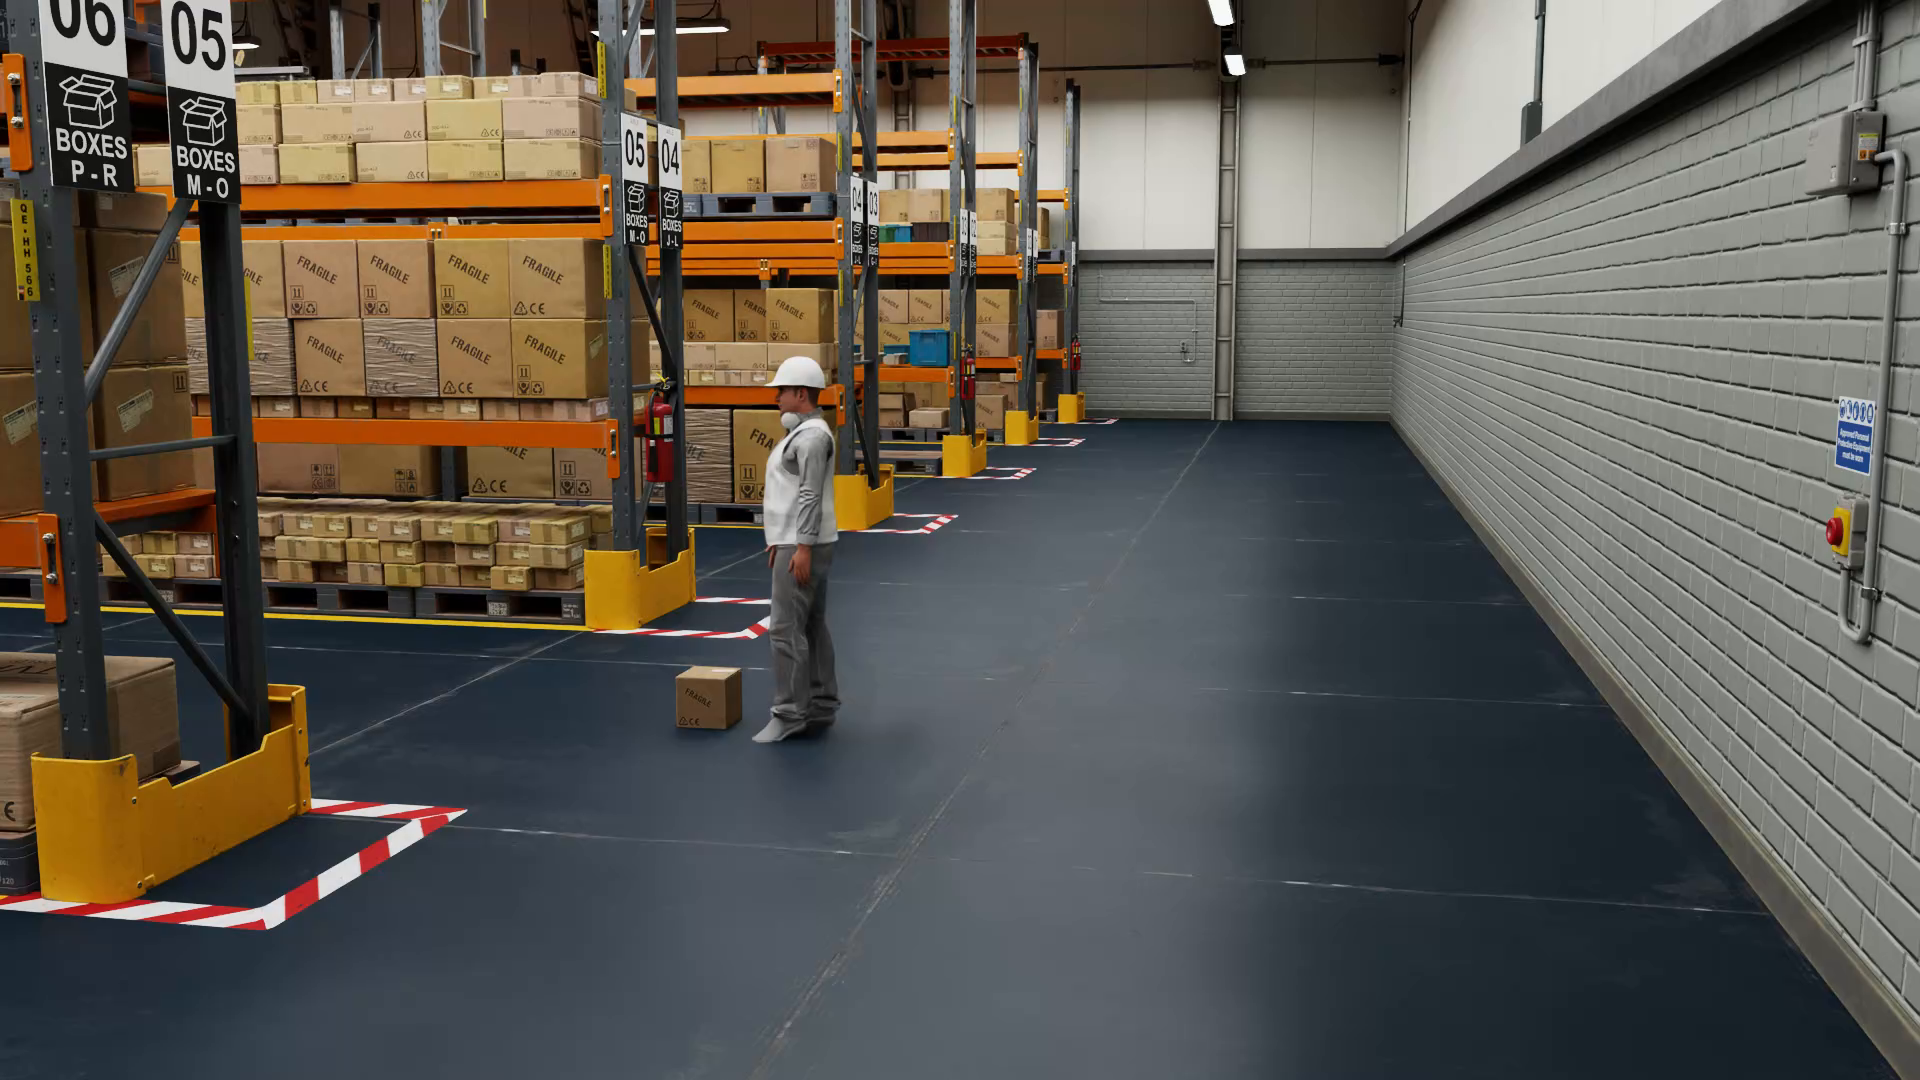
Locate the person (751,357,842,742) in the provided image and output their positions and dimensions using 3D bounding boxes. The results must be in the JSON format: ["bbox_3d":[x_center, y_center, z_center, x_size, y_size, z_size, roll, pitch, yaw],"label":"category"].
[{"bbox_3d":[-0.794,0.049,7.928,0.447,1.834,0.558,-1,8,-4],"label":"person"}]
